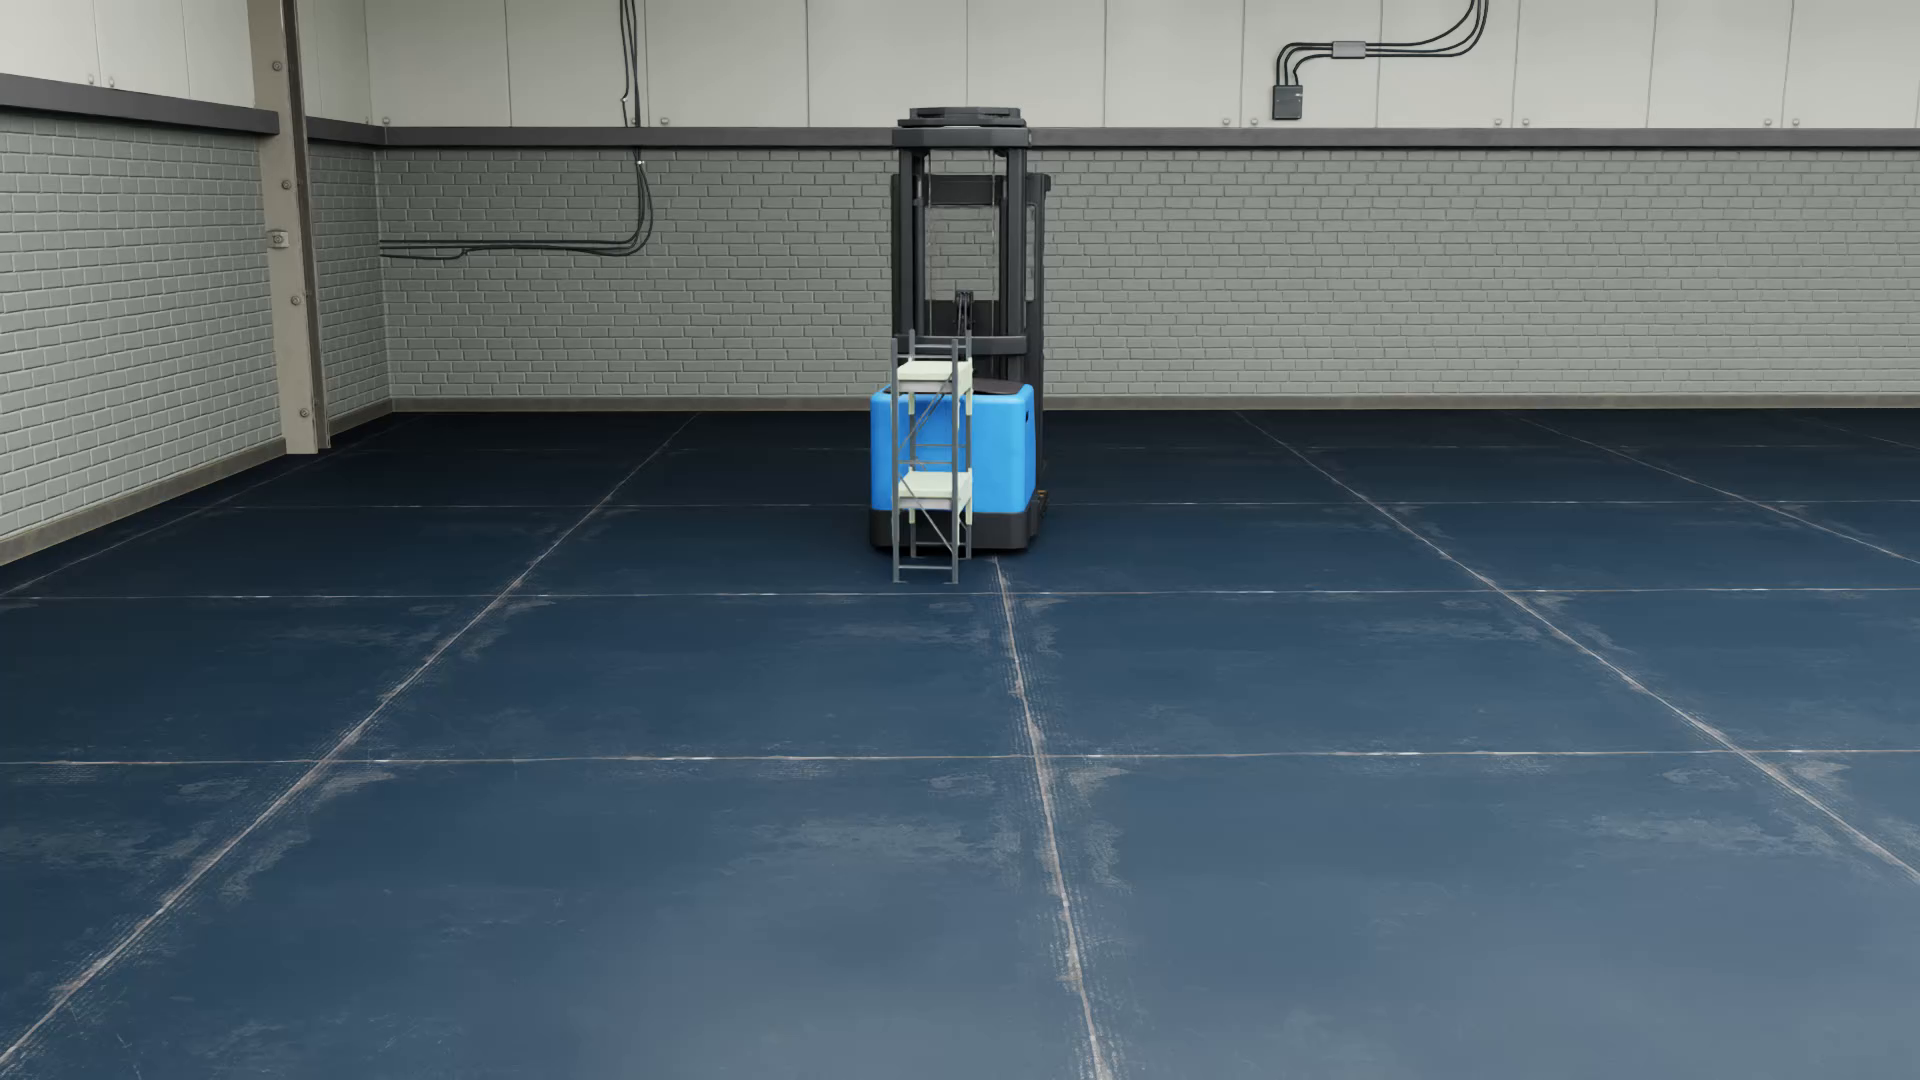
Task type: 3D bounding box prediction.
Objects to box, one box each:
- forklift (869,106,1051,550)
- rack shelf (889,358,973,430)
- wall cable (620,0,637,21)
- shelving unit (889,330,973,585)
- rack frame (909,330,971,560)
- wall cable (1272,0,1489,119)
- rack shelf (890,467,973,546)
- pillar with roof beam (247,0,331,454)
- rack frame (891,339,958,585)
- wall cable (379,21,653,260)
[{"bbox_3d":[0.083,-1.614,12.143,1.130,2.935,3.031,1,12,7],"label":"forklift"},{"bbox_3d":[-0.170,-0.920,10.359,0.431,0.370,0.720,1,12,7],"label":"rack shelf"},{"bbox_3d":[-2.212,-6.813,17.614,3.097,2.526,0.112,0,11,-1],"label":"wall cable"},{"bbox_3d":[-0.170,-0.538,10.437,0.431,1.500,0.755,1,12,7],"label":"shelving unit"},{"bbox_3d":[-0.127,-0.610,10.793,0.400,1.500,0.023,1,12,7],"label":"rack frame"},{"bbox_3d":[4.575,-7.551,17.591,2.305,6.003,0.169,0,11,-1],"label":"wall cable"},{"bbox_3d":[-0.170,-0.218,10.502,0.431,0.370,0.720,1,12,7],"label":"rack shelf"},{"bbox_3d":[-1.873,-5.275,14.926,9.100,9.000,0.400,0,11,-1],"label":"pillar with roof beam"},{"bbox_3d":[-0.212,-0.465,10.081,0.400,1.500,0.023,1,12,7],"label":"rack frame"},{"bbox_3d":[-4.916,-4.326,18.061,3.097,2.526,0.112,0,11,-1],"label":"wall cable"}]
